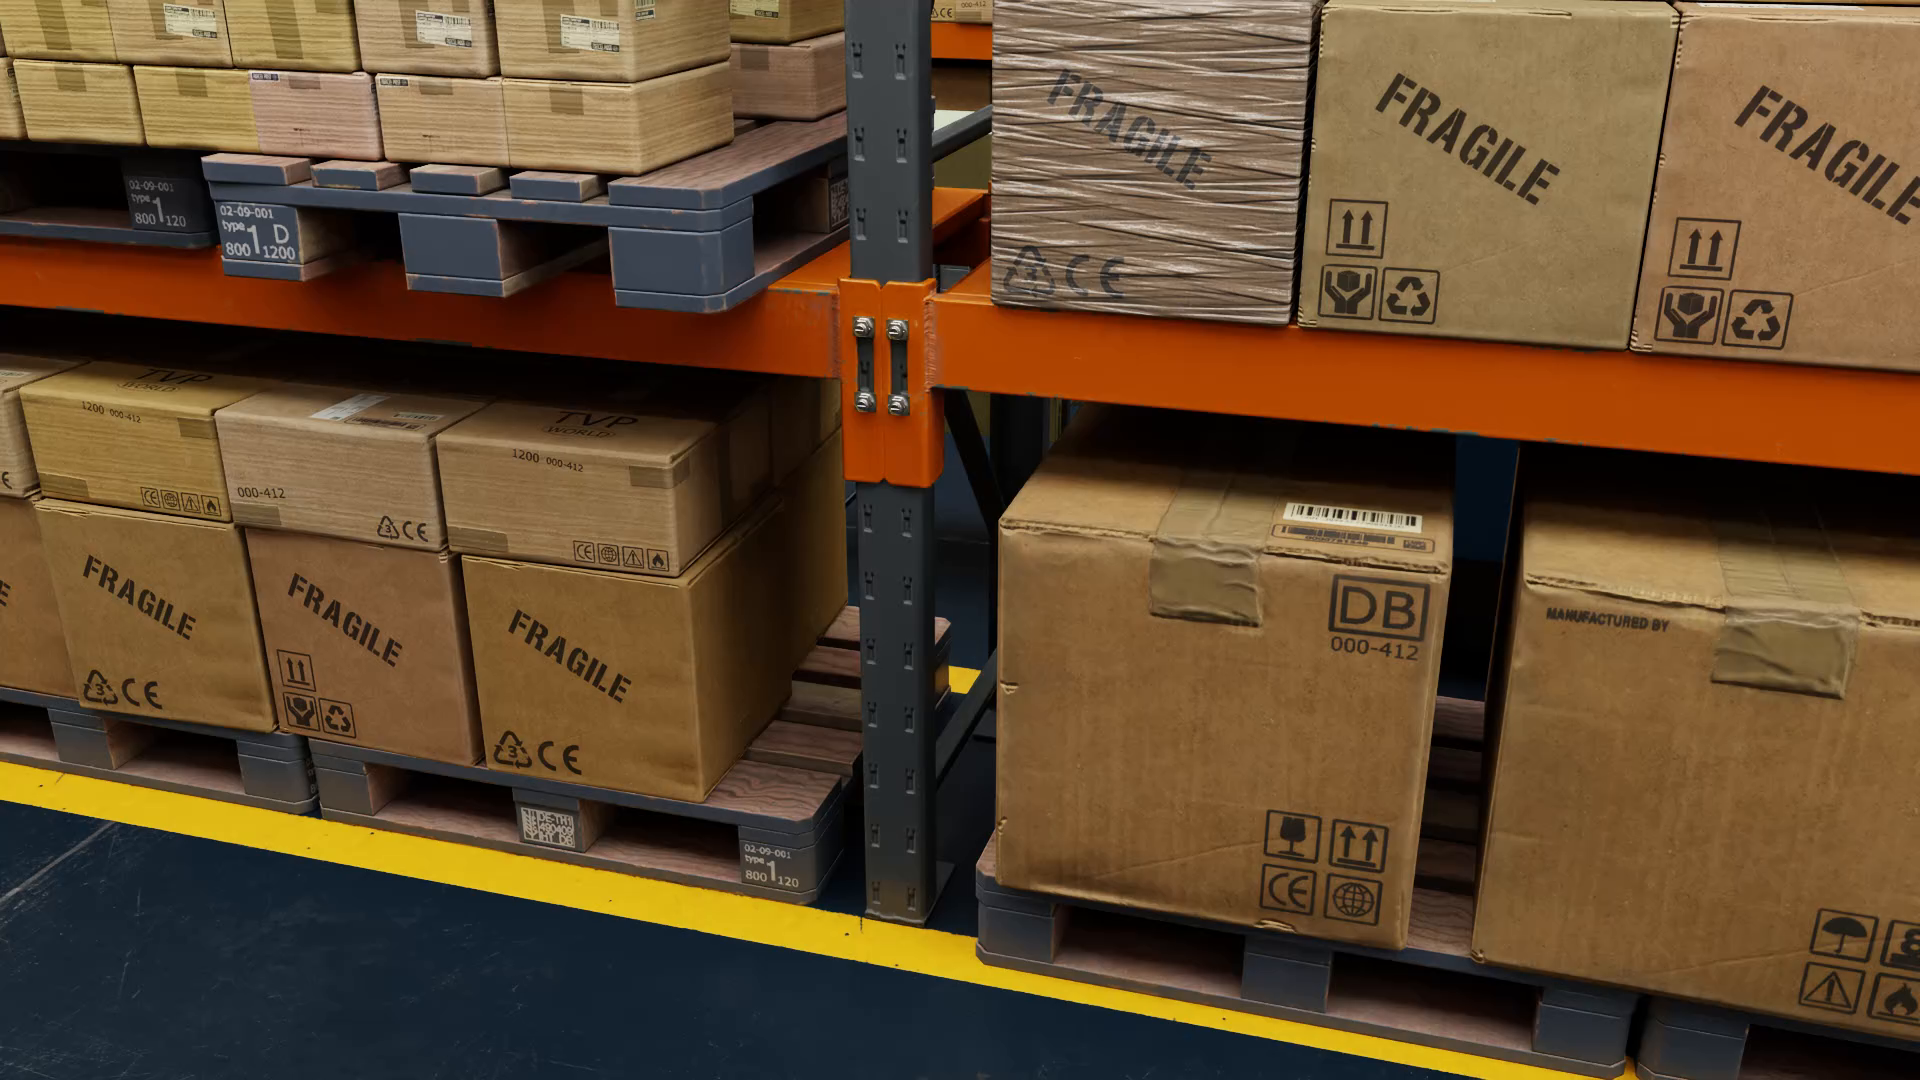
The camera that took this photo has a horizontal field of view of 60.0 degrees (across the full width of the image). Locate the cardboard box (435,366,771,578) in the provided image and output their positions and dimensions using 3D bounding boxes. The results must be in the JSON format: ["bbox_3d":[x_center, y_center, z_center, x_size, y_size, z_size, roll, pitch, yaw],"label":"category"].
[{"bbox_3d":[-0.719,-0.155,3.448,0.500,0.250,0.500,6,23,14],"label":"cardboard box"}]

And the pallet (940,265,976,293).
[{"bbox_3d":[0.611,-1.424,8.463,1.213,0.211,1.003,7,23,16],"label":"pallet"}]

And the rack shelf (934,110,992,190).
[{"bbox_3d":[0.006,-1.054,4.836,0.720,0.370,0.431,7,23,16],"label":"rack shelf"}]

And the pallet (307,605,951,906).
[{"bbox_3d":[-0.737,0.413,3.985,1.213,0.211,1.003,7,23,16],"label":"pallet"}]

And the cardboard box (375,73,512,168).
[{"bbox_3d":[-0.831,-0.784,3.006,0.250,0.149,0.380,6,23,15],"label":"cardboard box"}]

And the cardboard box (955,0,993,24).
[{"bbox_3d":[0.291,-2.542,7.713,0.500,0.250,0.500,7,23,16],"label":"cardboard box"}]

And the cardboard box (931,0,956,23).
[{"bbox_3d":[-0.186,-2.603,7.862,0.500,0.250,0.500,6,23,15],"label":"cardboard box"}]

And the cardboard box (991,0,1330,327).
[{"bbox_3d":[0.363,-0.690,2.867,0.500,0.500,0.500,7,23,16],"label":"cardboard box"}]

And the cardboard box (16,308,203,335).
[{"bbox_3d":[-2.034,-0.510,4.314,0.500,0.250,0.500,5,23,13],"label":"cardboard box"}]

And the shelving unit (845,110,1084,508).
[{"bbox_3d":[0.006,-0.693,4.984,0.755,1.500,0.431,7,23,16],"label":"shelving unit"}]

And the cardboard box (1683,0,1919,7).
[{"bbox_3d":[1.415,-1.136,2.639,0.500,0.500,0.700,6,23,15],"label":"cardboard box"}]

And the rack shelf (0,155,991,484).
[{"bbox_3d":[-1.904,-0.677,3.916,4.000,0.370,1.077,7,23,16],"label":"rack shelf"}]

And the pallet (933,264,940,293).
[{"bbox_3d":[-0.553,-1.558,8.791,1.213,0.211,1.003,7,23,16],"label":"pallet"}]

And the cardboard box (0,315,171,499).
[{"bbox_3d":[-2.190,-0.322,3.855,0.500,0.250,0.500,7,23,18],"label":"cardboard box"}]

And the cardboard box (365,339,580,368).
[{"bbox_3d":[-1.065,-0.395,4.032,0.500,0.250,0.500,6,23,15],"label":"cardboard box"}]

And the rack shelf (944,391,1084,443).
[{"bbox_3d":[0.006,-0.392,5.107,0.720,0.370,0.431,7,23,16],"label":"rack shelf"}]

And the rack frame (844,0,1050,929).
[{"bbox_3d":[0.011,-0.791,3.245,0.127,3.000,1.000,7,23,16],"label":"rack frame"}]

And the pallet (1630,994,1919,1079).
[{"bbox_3d":[1.908,0.748,3.169,1.213,0.211,1.003,7,23,16],"label":"pallet"}]

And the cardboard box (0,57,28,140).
[{"bbox_3d":[-1.820,-0.898,3.285,0.250,0.149,0.380,7,23,17],"label":"cardboard box"}]

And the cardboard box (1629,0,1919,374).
[{"bbox_3d":[1.333,-0.580,2.599,0.500,0.500,0.500,7,23,15],"label":"cardboard box"}]

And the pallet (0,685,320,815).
[{"bbox_3d":[-1.901,0.279,4.312,1.213,0.211,1.003,7,23,16],"label":"pallet"}]

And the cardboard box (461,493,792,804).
[{"bbox_3d":[-0.694,0.194,3.584,0.500,0.500,0.500,6,23,15],"label":"cardboard box"}]

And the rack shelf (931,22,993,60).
[{"bbox_3d":[-0.570,-2.487,8.328,4.000,0.370,1.077,7,23,16],"label":"rack shelf"}]

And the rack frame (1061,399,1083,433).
[{"bbox_3d":[0.357,-0.653,4.886,0.023,1.500,0.400,7,23,16],"label":"rack frame"}]

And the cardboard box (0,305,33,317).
[{"bbox_3d":[-2.544,-0.563,4.442,0.500,0.250,0.500,8,24,18],"label":"cardboard box"}]

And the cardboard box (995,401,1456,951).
[{"bbox_3d":[0.568,0.155,3.350,0.750,0.750,1.050,6,23,15],"label":"cardboard box"}]

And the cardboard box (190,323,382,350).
[{"bbox_3d":[-1.535,-0.454,4.175,0.500,0.250,0.500,7,23,16],"label":"cardboard box"}]

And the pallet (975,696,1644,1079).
[{"bbox_3d":[0.744,0.613,3.497,1.213,0.211,1.003,7,23,16],"label":"pallet"}]

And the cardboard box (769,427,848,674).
[{"bbox_3d":[-0.592,0.001,4.055,0.500,0.500,0.500,6,23,13],"label":"cardboard box"}]

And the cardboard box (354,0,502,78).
[{"bbox_3d":[-0.849,-0.924,2.955,0.250,0.149,0.380,7,23,18],"label":"cardboard box"}]

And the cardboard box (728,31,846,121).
[{"bbox_3d":[-0.359,-0.991,3.512,0.250,0.149,0.380,6,23,15],"label":"cardboard box"}]

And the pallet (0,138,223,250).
[{"bbox_3d":[-1.896,-0.904,3.774,1.213,0.211,1.003,7,23,16],"label":"pallet"}]

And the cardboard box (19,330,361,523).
[{"bbox_3d":[-1.688,-0.268,3.723,0.500,0.250,0.500,7,23,17],"label":"cardboard box"}]

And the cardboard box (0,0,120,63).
[{"bbox_3d":[-1.579,-1.007,3.159,0.250,0.149,0.380,6,23,15],"label":"cardboard box"}]

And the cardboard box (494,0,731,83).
[{"bbox_3d":[-0.593,-0.895,2.885,0.250,0.149,0.380,7,23,17],"label":"cardboard box"}]

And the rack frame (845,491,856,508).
[{"bbox_3d":[-0.344,-0.733,5.081,0.023,1.500,0.400,7,23,16],"label":"rack frame"}]

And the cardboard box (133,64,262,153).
[{"bbox_3d":[-1.315,-0.840,3.144,0.250,0.149,0.380,6,23,15],"label":"cardboard box"}]

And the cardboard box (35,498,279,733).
[{"bbox_3d":[-1.701,0.084,3.853,0.500,0.500,0.500,5,23,13],"label":"cardboard box"}]

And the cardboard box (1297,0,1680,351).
[{"bbox_3d":[0.851,-0.635,2.734,0.500,0.500,0.500,6,23,15],"label":"cardboard box"}]

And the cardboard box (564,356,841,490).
[{"bbox_3d":[-0.579,-0.339,3.896,0.500,0.250,0.500,5,23,13],"label":"cardboard box"}]

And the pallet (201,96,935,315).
[{"bbox_3d":[-0.702,-0.741,3.378,1.003,0.211,1.213,7,23,16],"label":"pallet"}]

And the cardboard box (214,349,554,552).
[{"bbox_3d":[-1.206,-0.207,3.573,0.500,0.250,0.500,7,23,16],"label":"cardboard box"}]

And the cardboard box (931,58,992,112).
[{"bbox_3d":[-0.146,-2.017,8.481,0.875,0.875,0.875,7,23,16],"label":"cardboard box"}]

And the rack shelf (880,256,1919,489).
[{"bbox_3d":[1.926,-0.239,2.847,4.000,0.370,1.077,7,23,16],"label":"rack shelf"}]

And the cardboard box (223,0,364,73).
[{"bbox_3d":[-1.102,-0.952,3.023,0.250,0.149,0.380,7,23,17],"label":"cardboard box"}]

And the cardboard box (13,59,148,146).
[{"bbox_3d":[-1.573,-0.869,3.215,0.250,0.149,0.380,6,23,13],"label":"cardboard box"}]

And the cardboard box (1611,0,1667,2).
[{"bbox_3d":[0.923,-1.192,2.774,0.500,0.500,0.700,6,23,15],"label":"cardboard box"}]

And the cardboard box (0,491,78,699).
[{"bbox_3d":[-2.175,0.020,4.009,0.500,0.500,0.500,7,23,16],"label":"cardboard box"}]

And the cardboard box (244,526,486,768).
[{"bbox_3d":[-1.190,0.136,3.726,0.500,0.500,0.500,8,23,18],"label":"cardboard box"}]

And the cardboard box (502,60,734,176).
[{"bbox_3d":[-0.594,-0.756,2.938,0.250,0.149,0.380,7,23,16],"label":"cardboard box"}]

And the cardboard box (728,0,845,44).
[{"bbox_3d":[-0.393,-1.132,3.464,0.250,0.149,0.380,8,24,18],"label":"cardboard box"}]

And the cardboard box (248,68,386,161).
[{"bbox_3d":[-1.077,-0.812,3.074,0.250,0.149,0.380,7,23,16],"label":"cardboard box"}]

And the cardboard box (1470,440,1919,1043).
[{"bbox_3d":[1.406,0.250,3.119,0.750,0.750,1.050,7,23,16],"label":"cardboard box"}]

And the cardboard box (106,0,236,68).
[{"bbox_3d":[-1.341,-0.979,3.091,0.250,0.149,0.380,7,23,16],"label":"cardboard box"}]

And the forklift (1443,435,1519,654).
[{"bbox_3d":[2.080,-1.120,4.139,3.031,2.935,1.130,8,24,18],"label":"forklift"}]

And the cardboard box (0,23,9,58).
[{"bbox_3d":[-1.829,-1.036,3.228,0.250,0.149,0.380,7,23,17],"label":"cardboard box"}]
